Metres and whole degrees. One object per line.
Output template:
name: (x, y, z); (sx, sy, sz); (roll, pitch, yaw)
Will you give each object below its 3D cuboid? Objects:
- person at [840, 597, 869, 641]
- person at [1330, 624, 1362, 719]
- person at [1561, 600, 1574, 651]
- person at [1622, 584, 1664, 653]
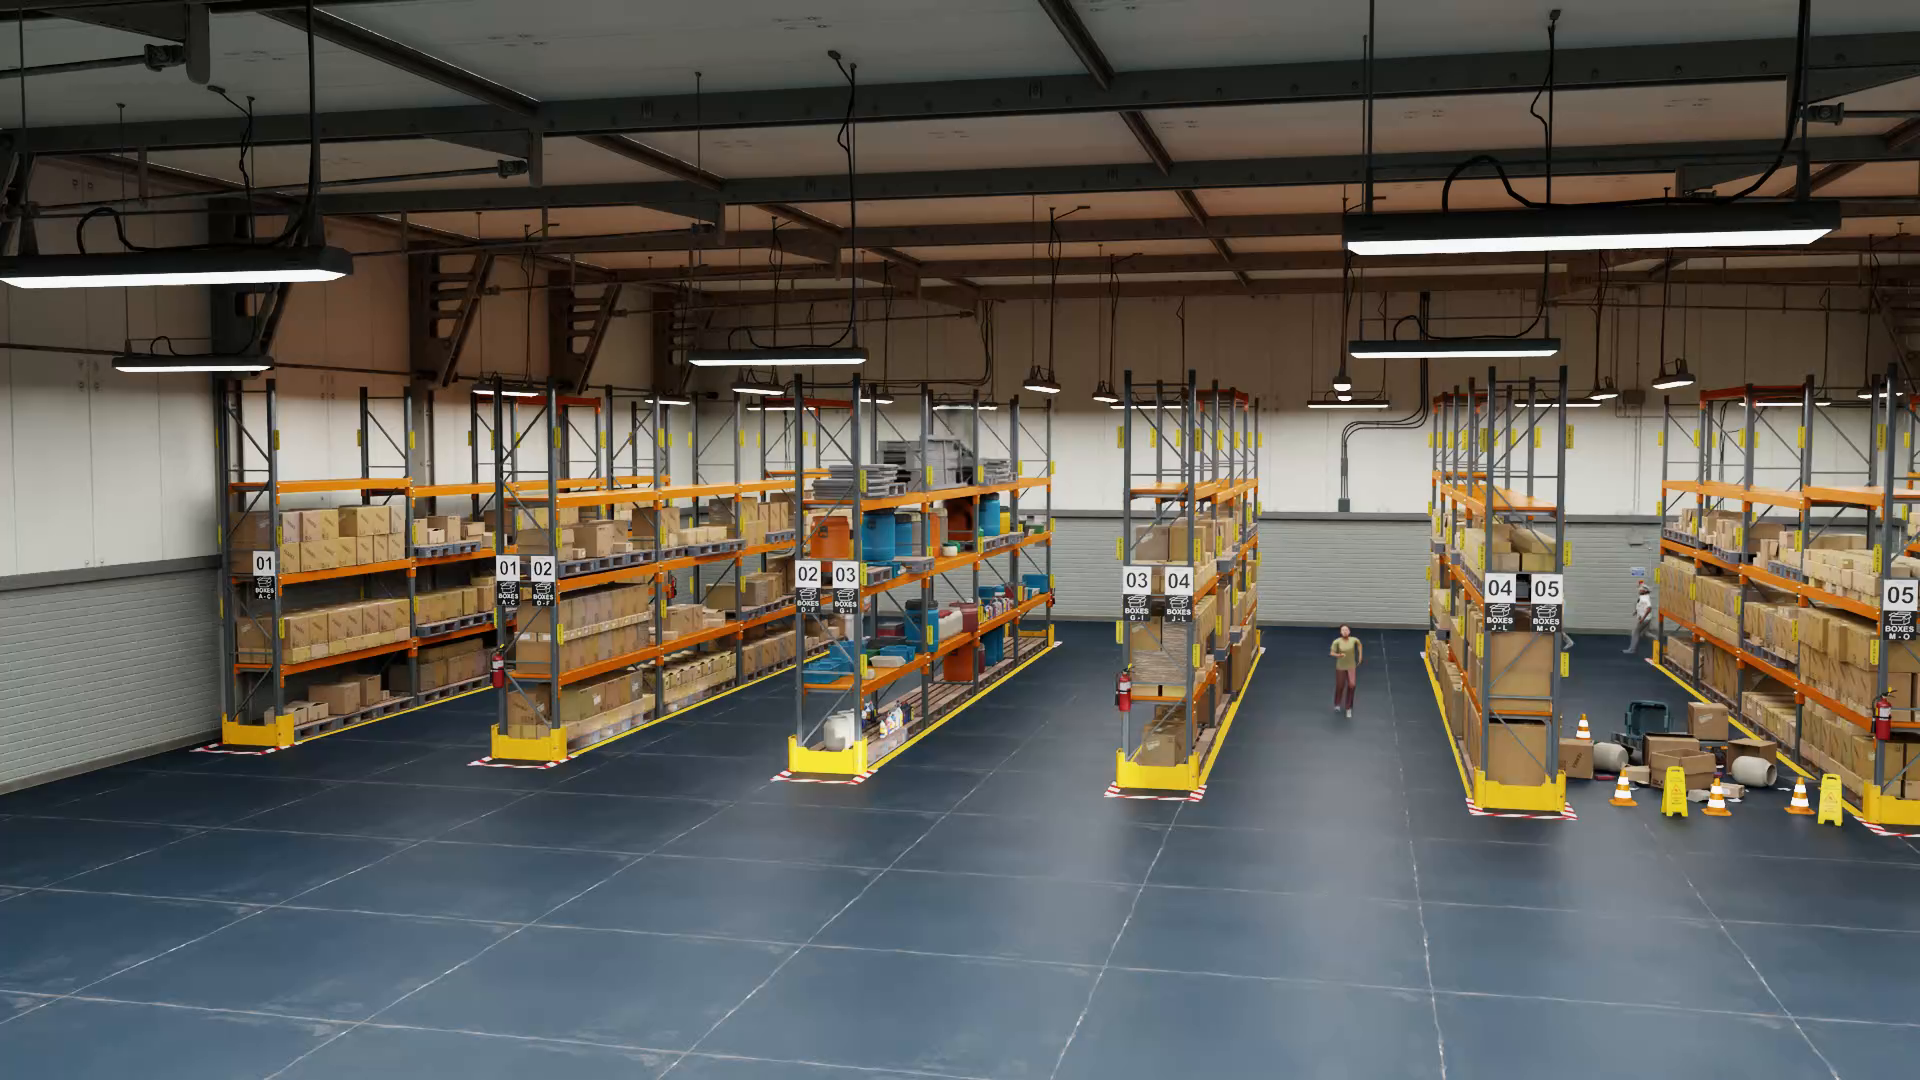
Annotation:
person: (-2.249, 1.717, 35.154); (0.663, 1.798, 0.749); (1, 3, 9)
person: (7.002, 2.359, 30.187); (0.581, 1.697, 0.857); (1, 3, 8)
person: (13.924, 1.823, 38.921); (0.911, 1.735, 0.622); (1, 4, 15)
person: (15.847, 1.835, 38.596); (0.887, 1.651, 0.650); (2, 4, 29)
